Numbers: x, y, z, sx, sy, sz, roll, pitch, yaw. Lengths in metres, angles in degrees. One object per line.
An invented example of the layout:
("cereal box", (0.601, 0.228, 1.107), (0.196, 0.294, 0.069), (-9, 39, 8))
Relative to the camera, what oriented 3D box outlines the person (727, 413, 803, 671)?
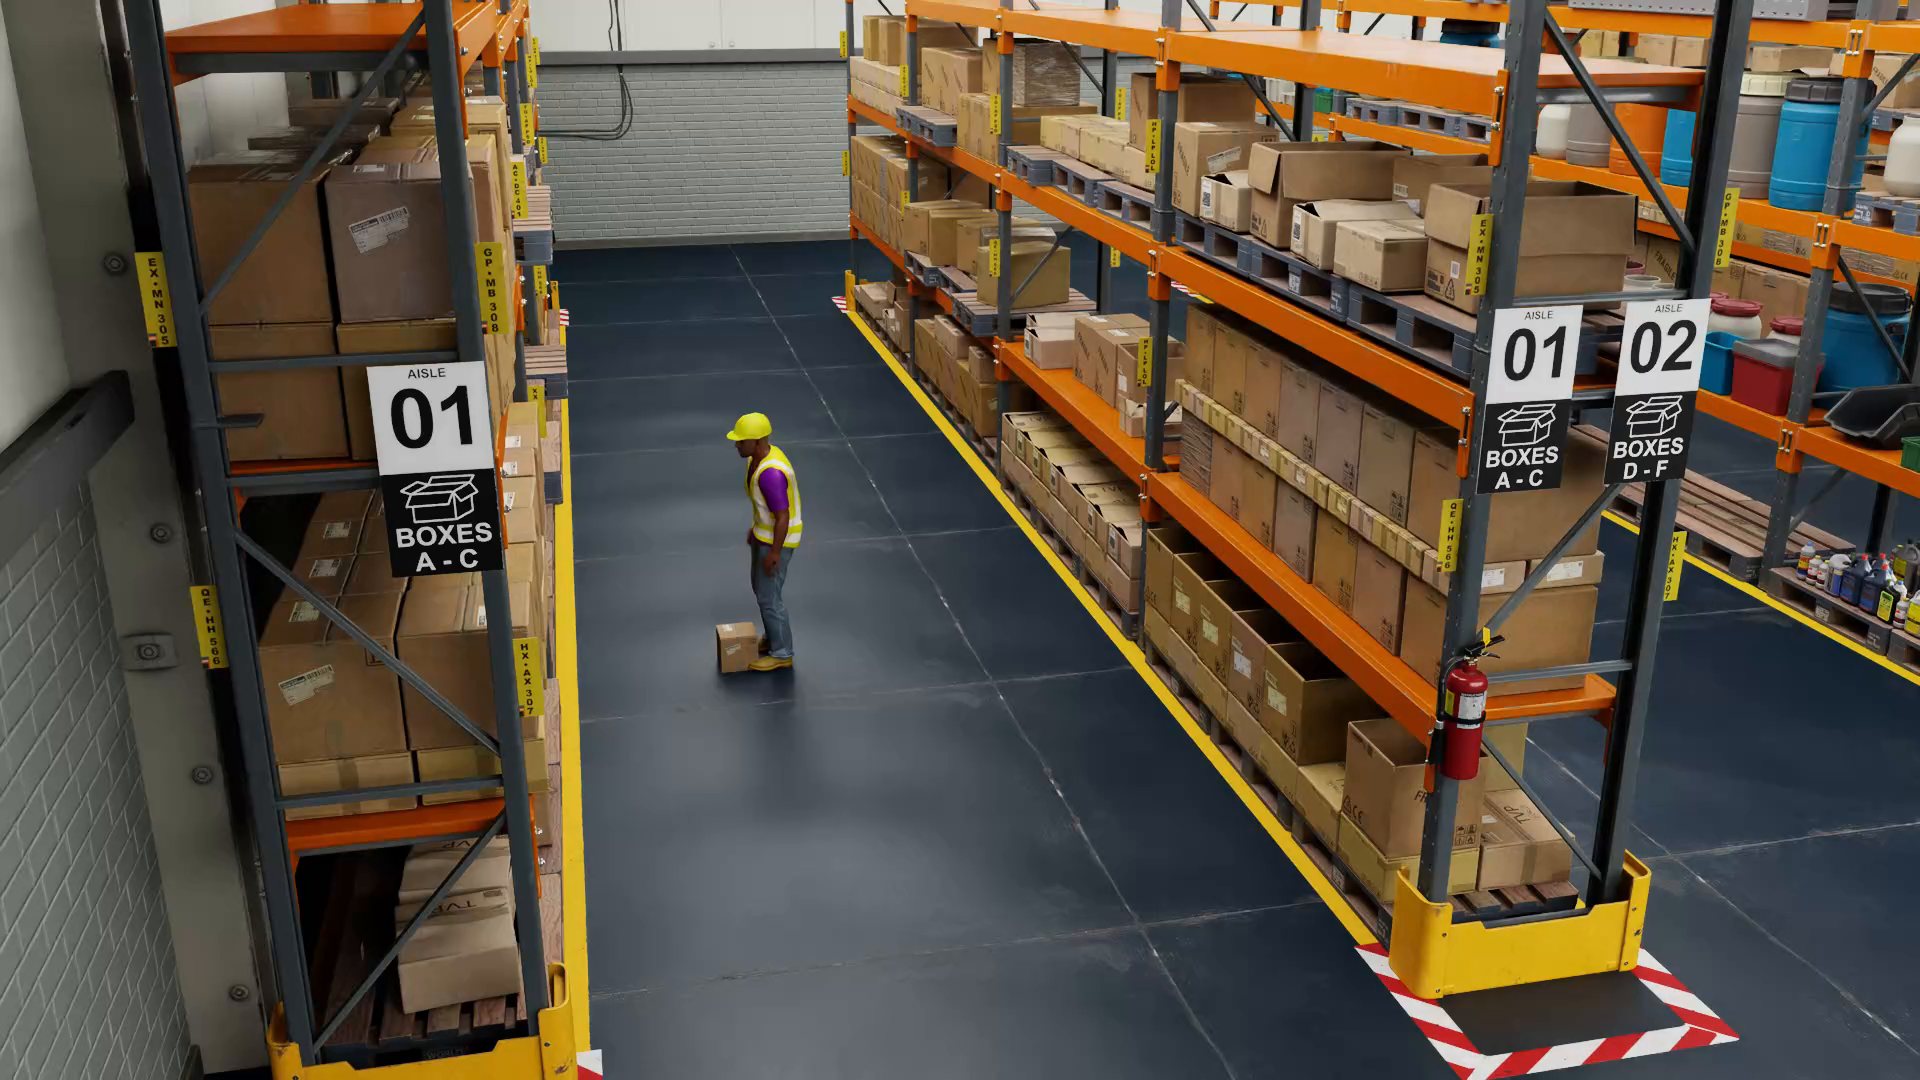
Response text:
("person", (-1.288, -0.002, 11.049), (0.461, 1.759, 0.634), (-6, 20, -16))
